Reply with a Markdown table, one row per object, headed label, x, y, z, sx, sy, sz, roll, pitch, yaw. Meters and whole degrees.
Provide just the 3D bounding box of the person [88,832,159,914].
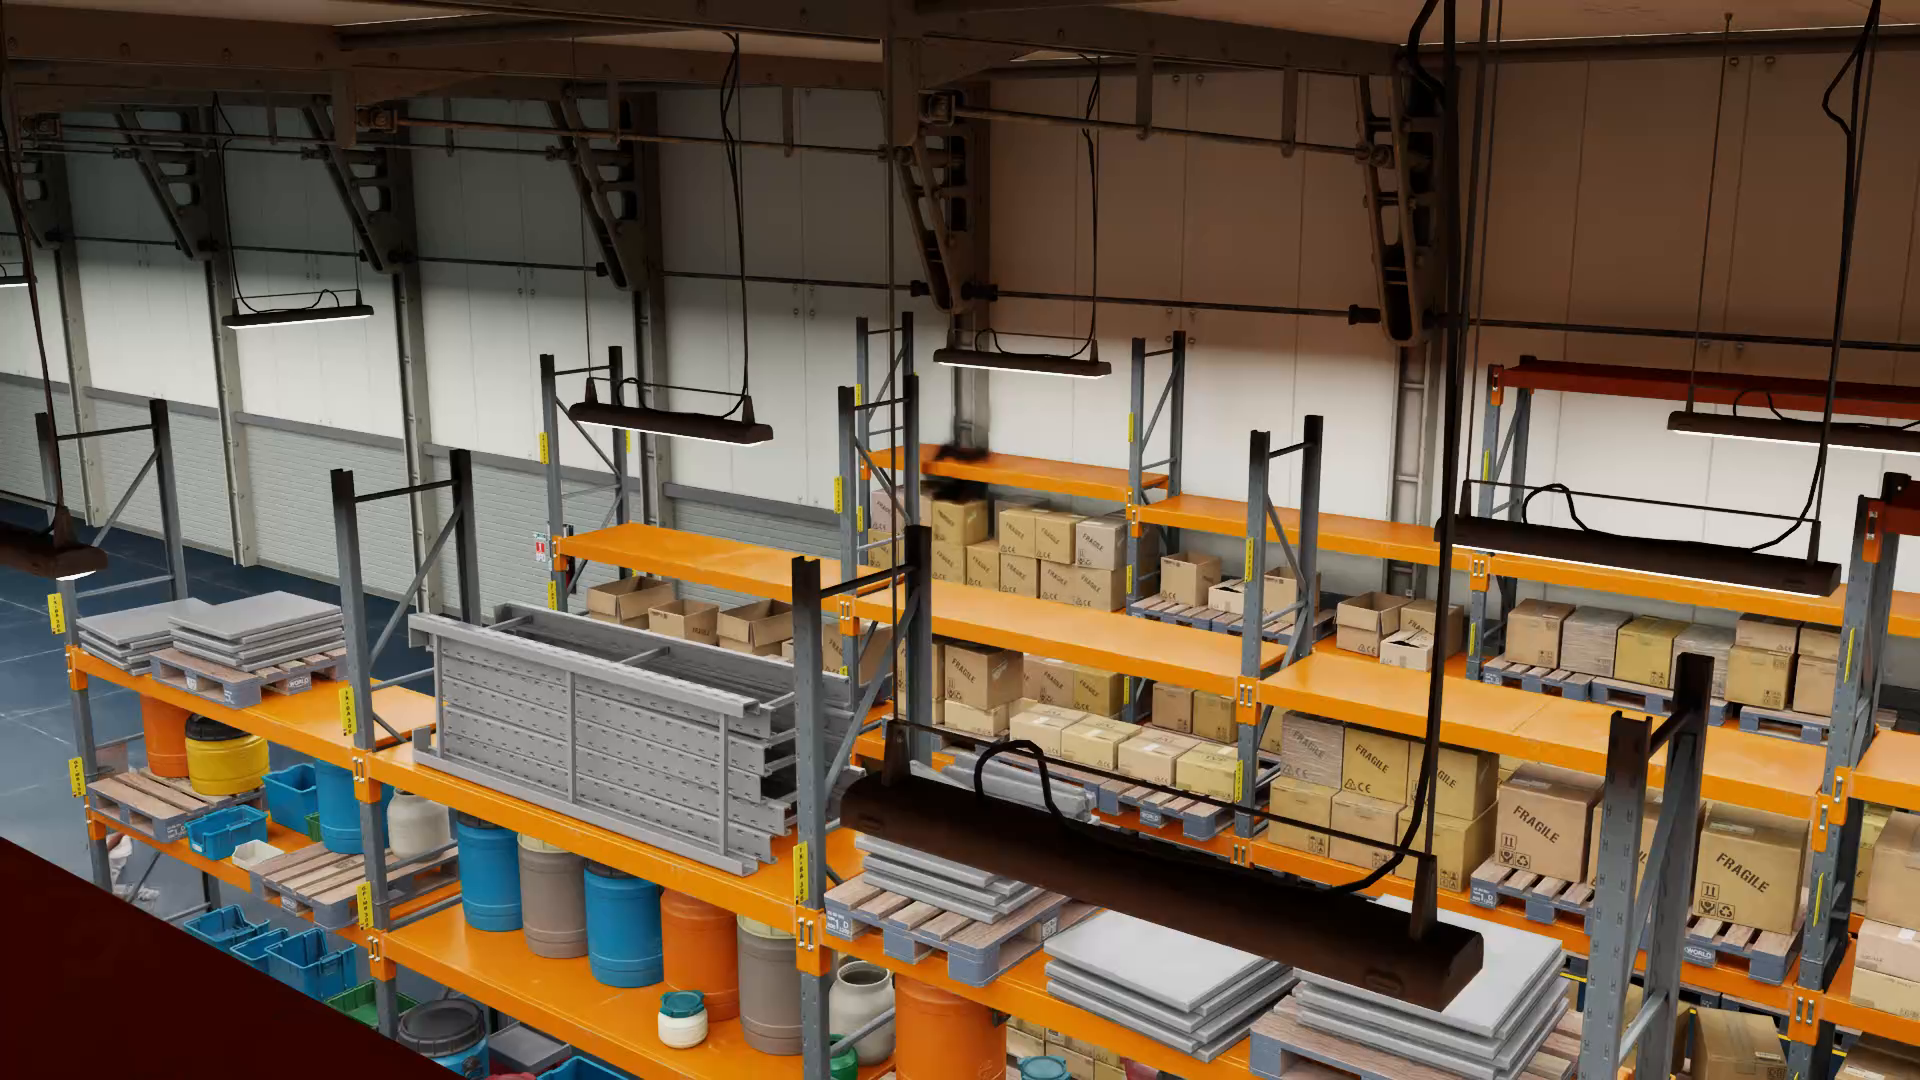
| label | x | y | z | sx | sy | sz | roll | pitch | yaw |
| --- | --- | --- | --- | --- | --- | --- | --- | --- | --- |
| person | -8.804 | 3.246 | 17.432 | 0.641 | 1.739 | 0.730 | -6 | 14 | -24 |
